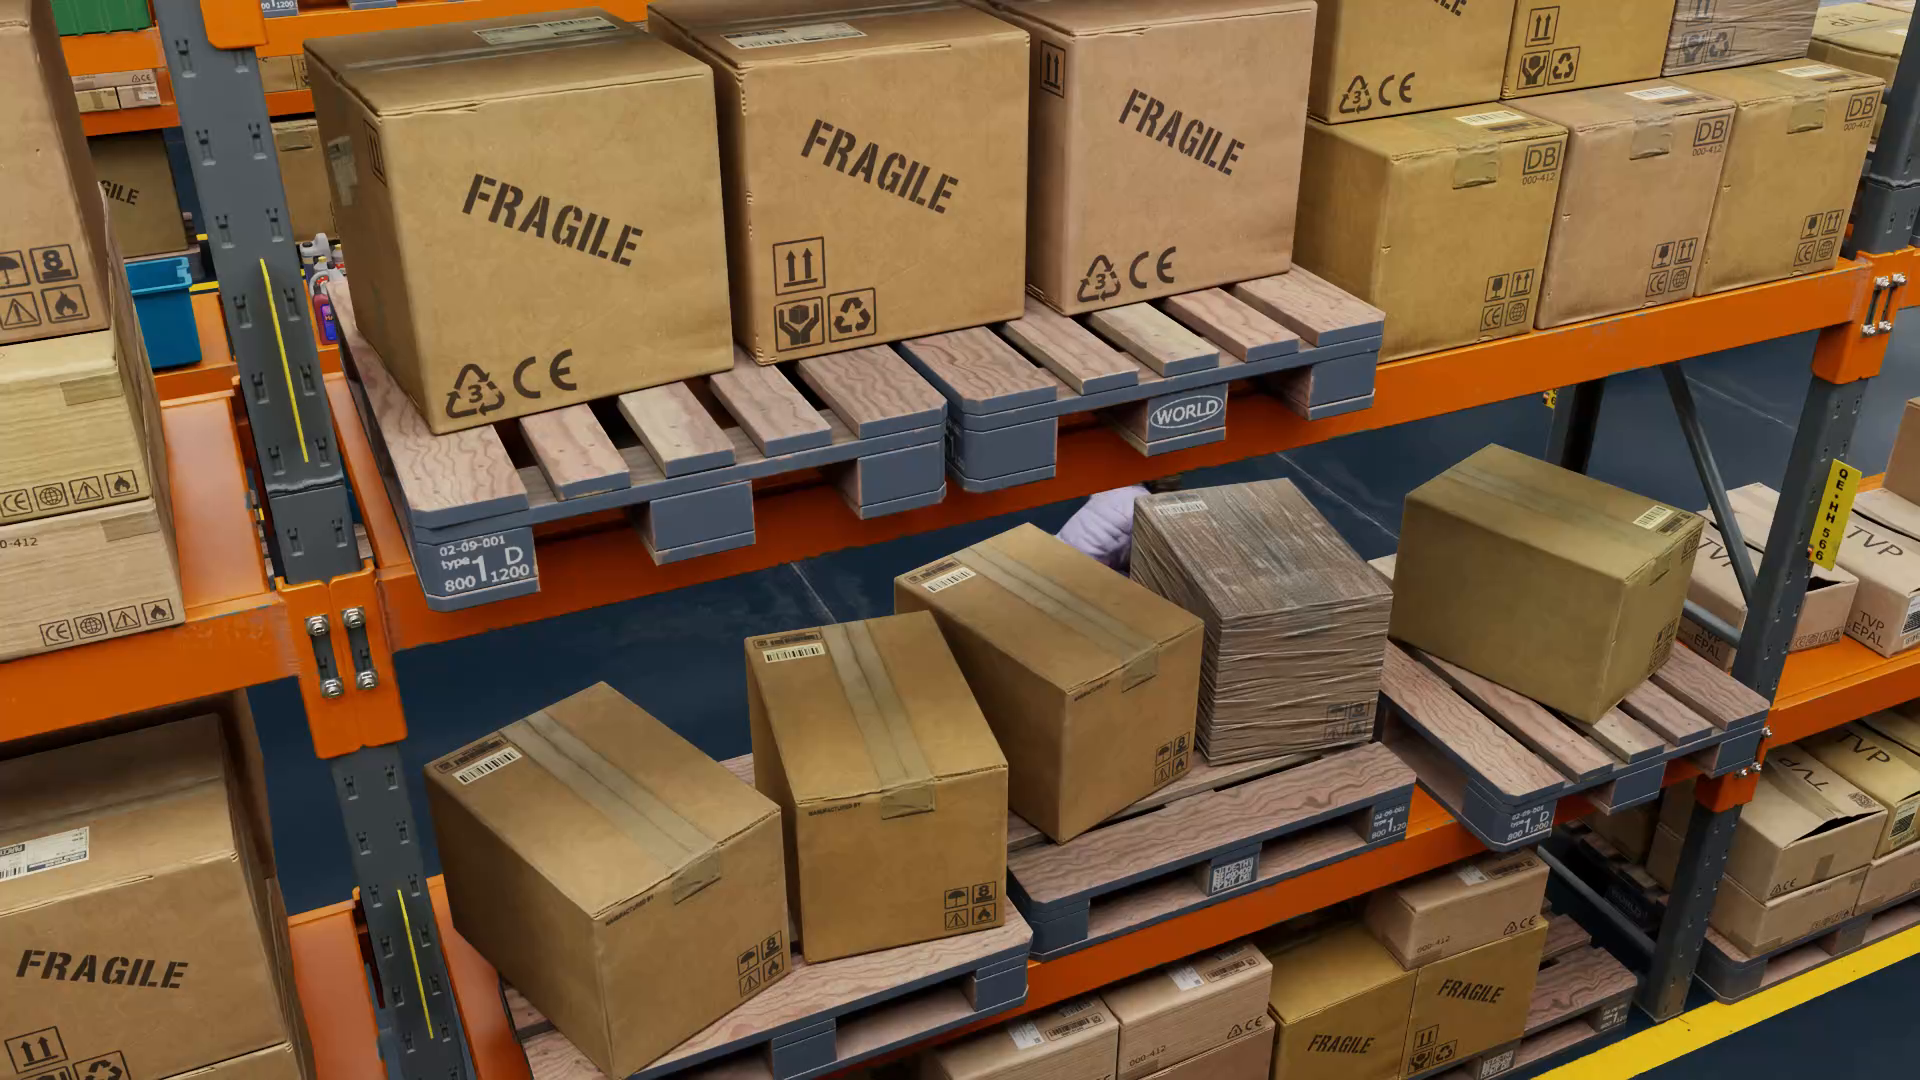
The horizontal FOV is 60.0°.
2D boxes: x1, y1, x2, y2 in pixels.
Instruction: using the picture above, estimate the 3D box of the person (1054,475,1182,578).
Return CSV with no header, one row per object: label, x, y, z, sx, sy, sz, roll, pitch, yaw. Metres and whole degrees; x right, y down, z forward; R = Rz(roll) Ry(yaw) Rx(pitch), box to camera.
person,0.685,0.123,7.754,0.824,0.840,0.522,-13,32,-22
